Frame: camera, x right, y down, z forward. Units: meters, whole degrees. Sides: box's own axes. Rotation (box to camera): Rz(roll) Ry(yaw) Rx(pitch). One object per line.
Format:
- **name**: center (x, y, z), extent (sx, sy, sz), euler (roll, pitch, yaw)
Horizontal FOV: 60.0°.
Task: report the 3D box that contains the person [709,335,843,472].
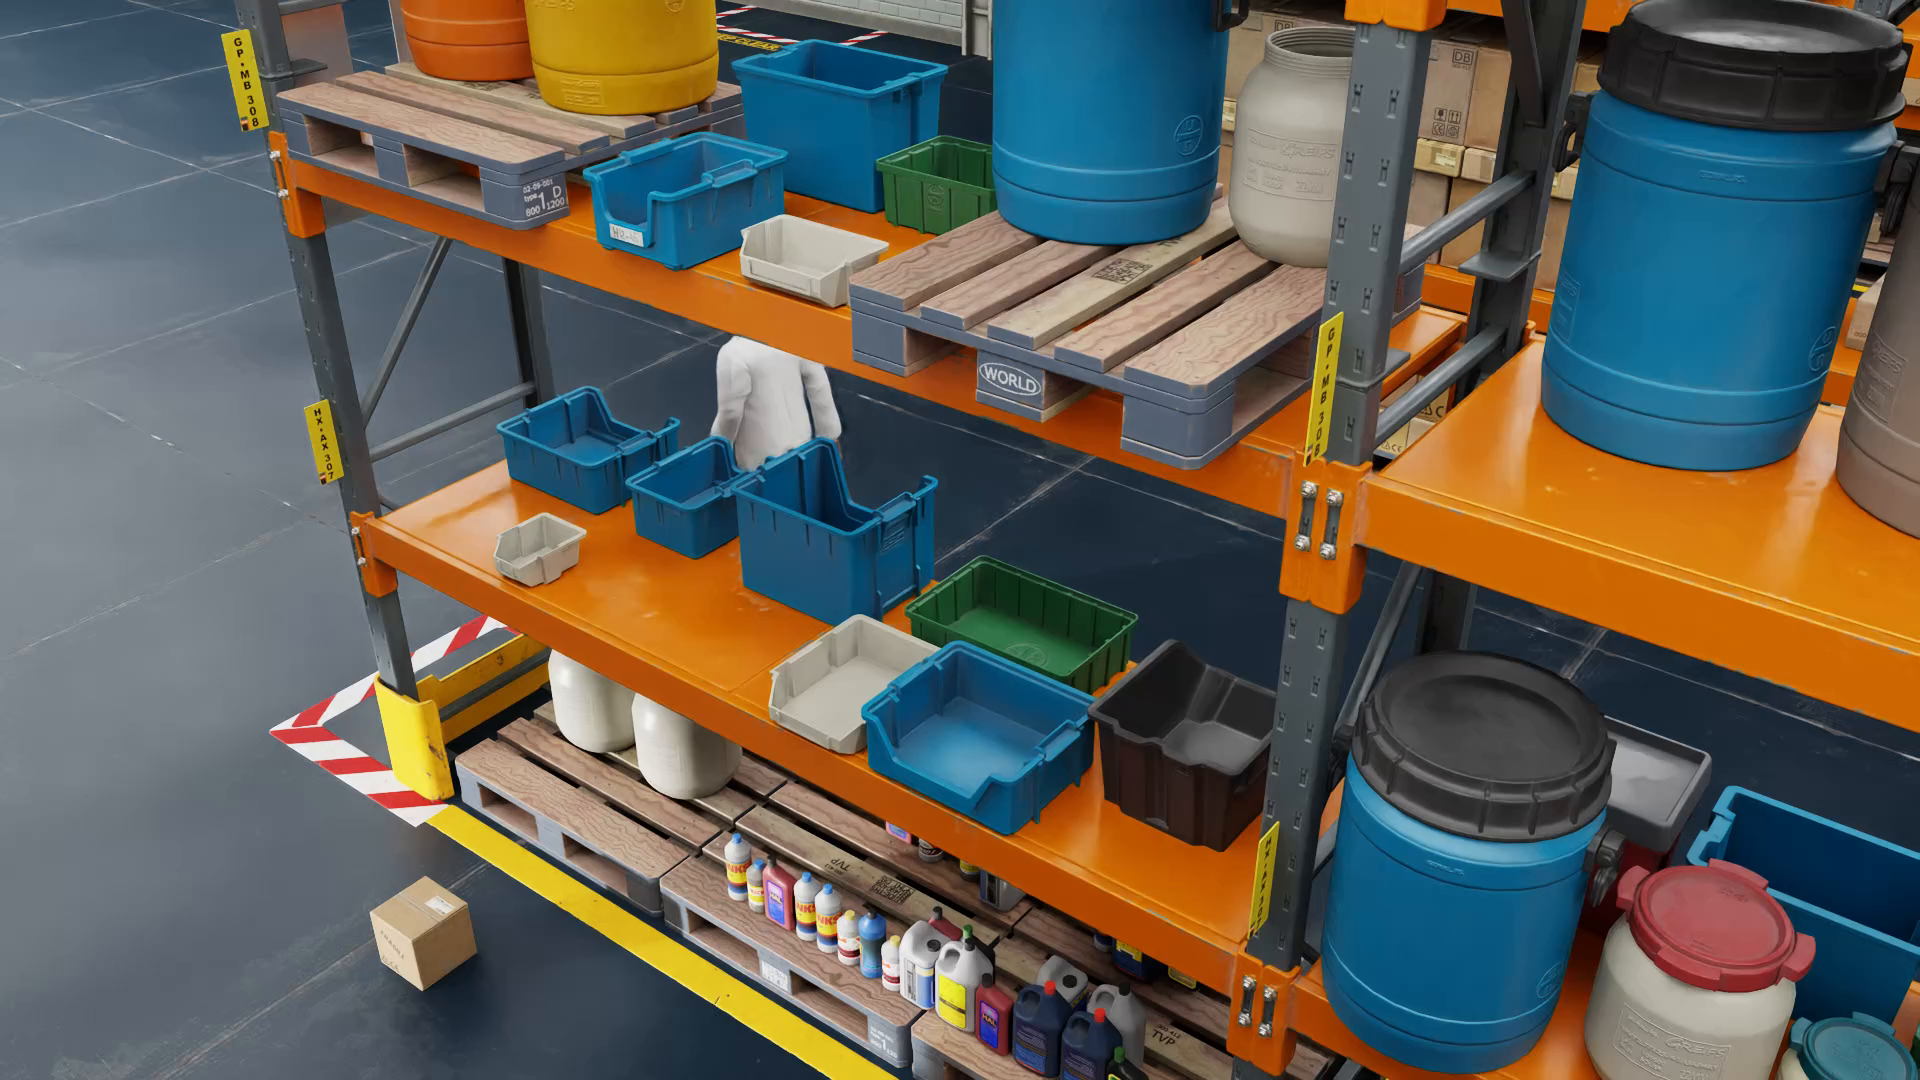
- **person**: center (-0.851, -0.426, 7.883), extent (1.123, 1.737, 0.635), euler (19, 36, 29)
